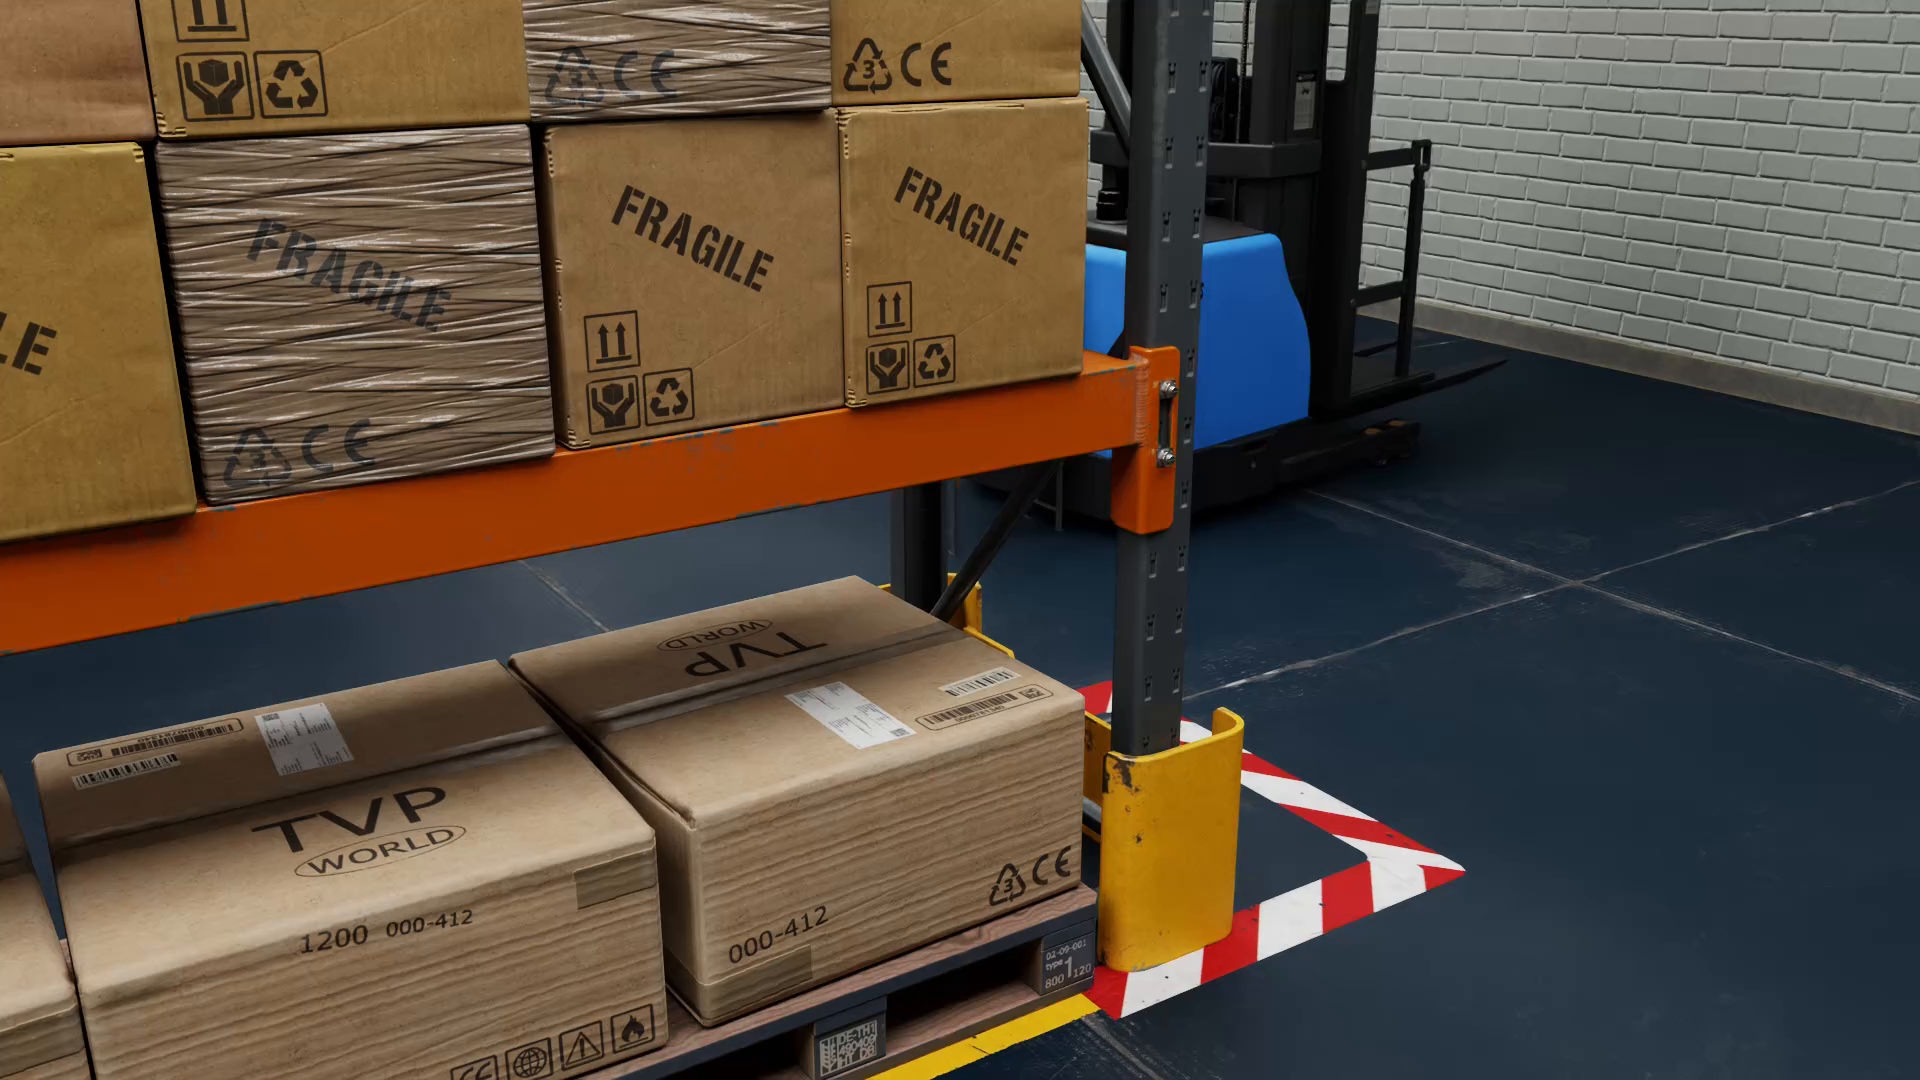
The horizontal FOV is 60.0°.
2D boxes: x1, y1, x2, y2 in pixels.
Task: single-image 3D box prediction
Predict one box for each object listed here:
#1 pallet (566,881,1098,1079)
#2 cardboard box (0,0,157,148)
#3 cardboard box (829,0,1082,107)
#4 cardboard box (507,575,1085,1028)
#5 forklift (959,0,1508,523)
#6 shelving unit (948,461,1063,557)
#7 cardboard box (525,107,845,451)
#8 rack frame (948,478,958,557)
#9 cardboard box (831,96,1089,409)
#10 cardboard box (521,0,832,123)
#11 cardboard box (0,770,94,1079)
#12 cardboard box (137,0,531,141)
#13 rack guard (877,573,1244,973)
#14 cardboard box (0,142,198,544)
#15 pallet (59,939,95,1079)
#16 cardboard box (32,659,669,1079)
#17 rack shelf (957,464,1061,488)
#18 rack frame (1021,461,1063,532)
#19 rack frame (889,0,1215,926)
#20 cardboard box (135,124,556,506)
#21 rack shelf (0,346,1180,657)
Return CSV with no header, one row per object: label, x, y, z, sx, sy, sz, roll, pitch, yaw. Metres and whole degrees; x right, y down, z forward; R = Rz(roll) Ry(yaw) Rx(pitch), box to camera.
pallet,-0.480,0.806,3.532,1.213,0.211,1.003,-12,22,-31
cardboard box,-1.383,-0.775,2.137,0.500,0.500,0.500,-12,22,-32
cardboard box,-0.127,-1.049,2.948,0.500,0.500,0.500,-11,22,-30
cardboard box,-0.352,0.481,3.484,0.875,0.438,0.875,-13,23,-33
forklift,1.383,-1.812,7.027,3.031,2.935,1.130,-17,25,-41
shelving unit,0.113,-0.585,6.101,0.503,1.200,0.258,-13,23,-34
cardboard box,-0.540,-0.484,2.837,0.500,0.500,0.500,-12,22,-33
rack frame,-0.085,-0.539,5.966,0.015,1.200,0.240,-13,23,-34
cardboard box,-0.113,-0.569,3.087,0.500,0.500,0.500,-12,22,-31
cardboard box,-0.548,-0.949,2.652,0.500,0.500,0.500,-12,22,-31
cardboard box,-1.866,0.803,2.532,0.875,0.438,0.875,-13,22,-33
cardboard box,-0.962,-0.863,2.397,0.500,0.500,0.500,-12,22,-32
rack guard,0.164,0.503,3.976,0.348,0.500,1.175,-12,22,-31
cardboard box,-1.389,-0.296,2.282,0.500,0.500,0.500,-11,22,-30
pallet,-1.498,1.019,2.900,1.213,0.211,1.003,-12,22,-31
cardboard box,-1.112,0.644,3.000,0.875,0.438,0.875,-11,22,-30
rack shelf,0.113,-0.333,6.186,0.480,0.148,0.258,-13,23,-34
rack frame,0.311,-0.630,6.236,0.015,1.200,0.240,-13,23,-34
rack frame,0.144,-0.677,3.563,0.127,3.000,1.000,-12,22,-31
cardboard box,-0.965,-0.391,2.561,0.500,0.500,0.500,-11,22,-30
rack shelf,-1.526,0.016,2.637,4.000,0.370,1.077,-12,22,-31
